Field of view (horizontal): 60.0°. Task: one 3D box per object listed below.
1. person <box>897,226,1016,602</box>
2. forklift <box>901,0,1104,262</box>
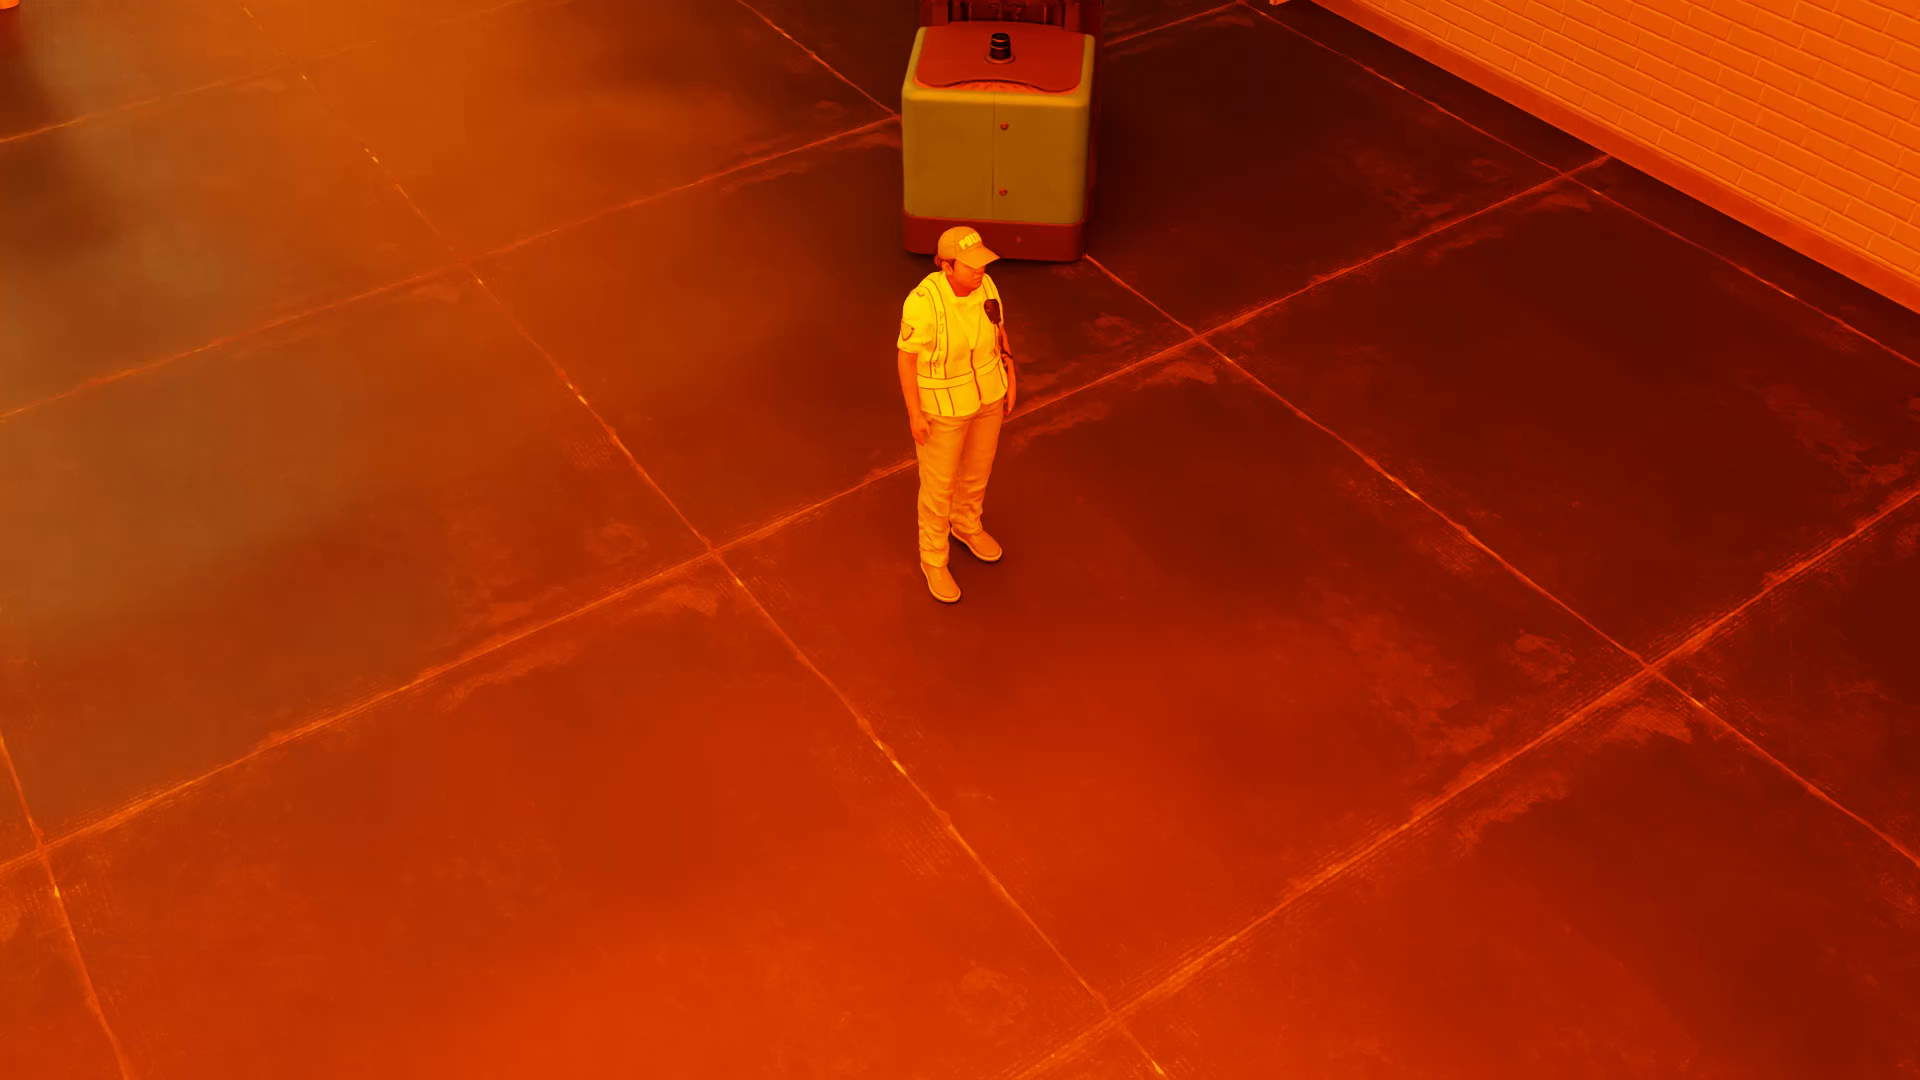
[{"bbox_3d":[0.025,-0.566,7.253,0.598,1.670,0.529,-25,48,-25],"label":"person"},{"bbox_3d":[0.331,-3.662,9.690,1.130,2.935,3.031,4,43,4],"label":"forklift"}]
